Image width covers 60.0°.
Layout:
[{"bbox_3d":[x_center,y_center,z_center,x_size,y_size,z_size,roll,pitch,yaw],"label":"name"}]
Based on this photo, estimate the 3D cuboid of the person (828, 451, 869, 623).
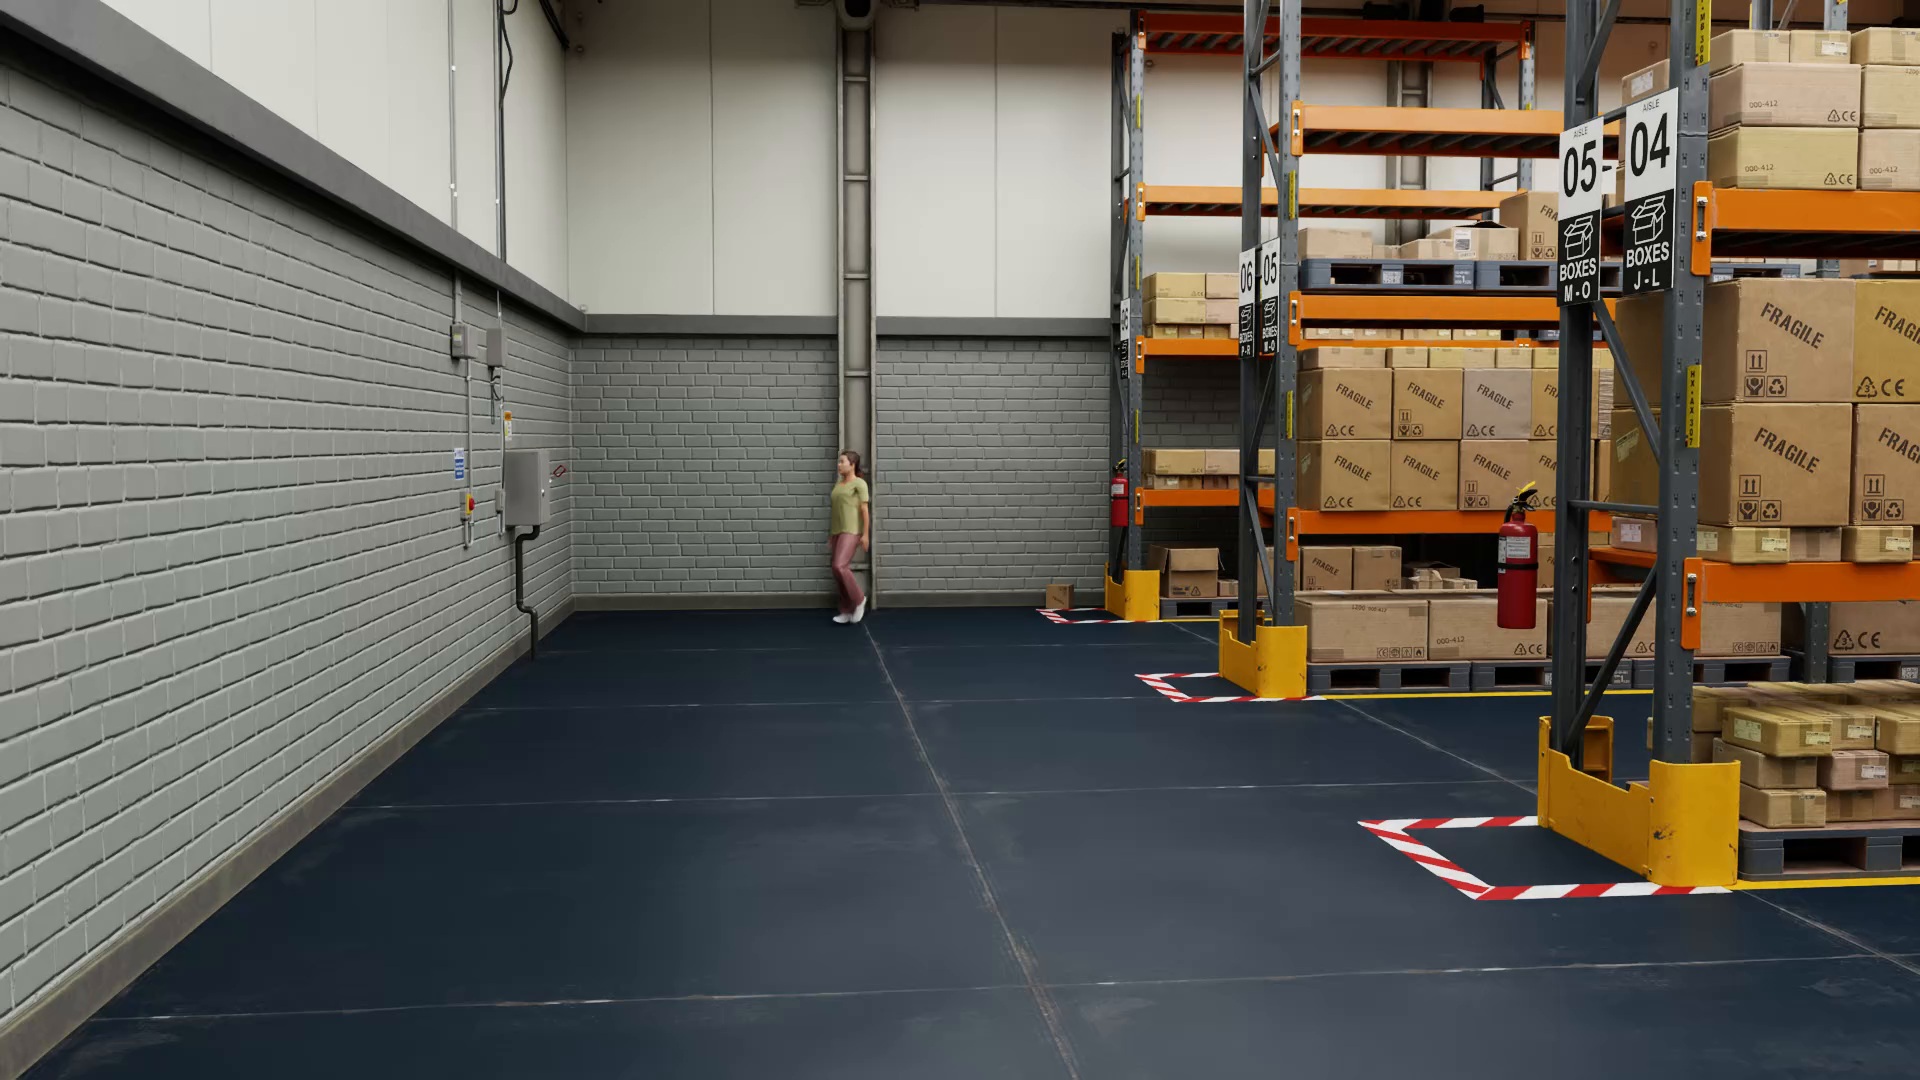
[{"bbox_3d":[-1.122,-0.031,16.068,0.465,1.665,0.479,-3,5,-43],"label":"person"}]
